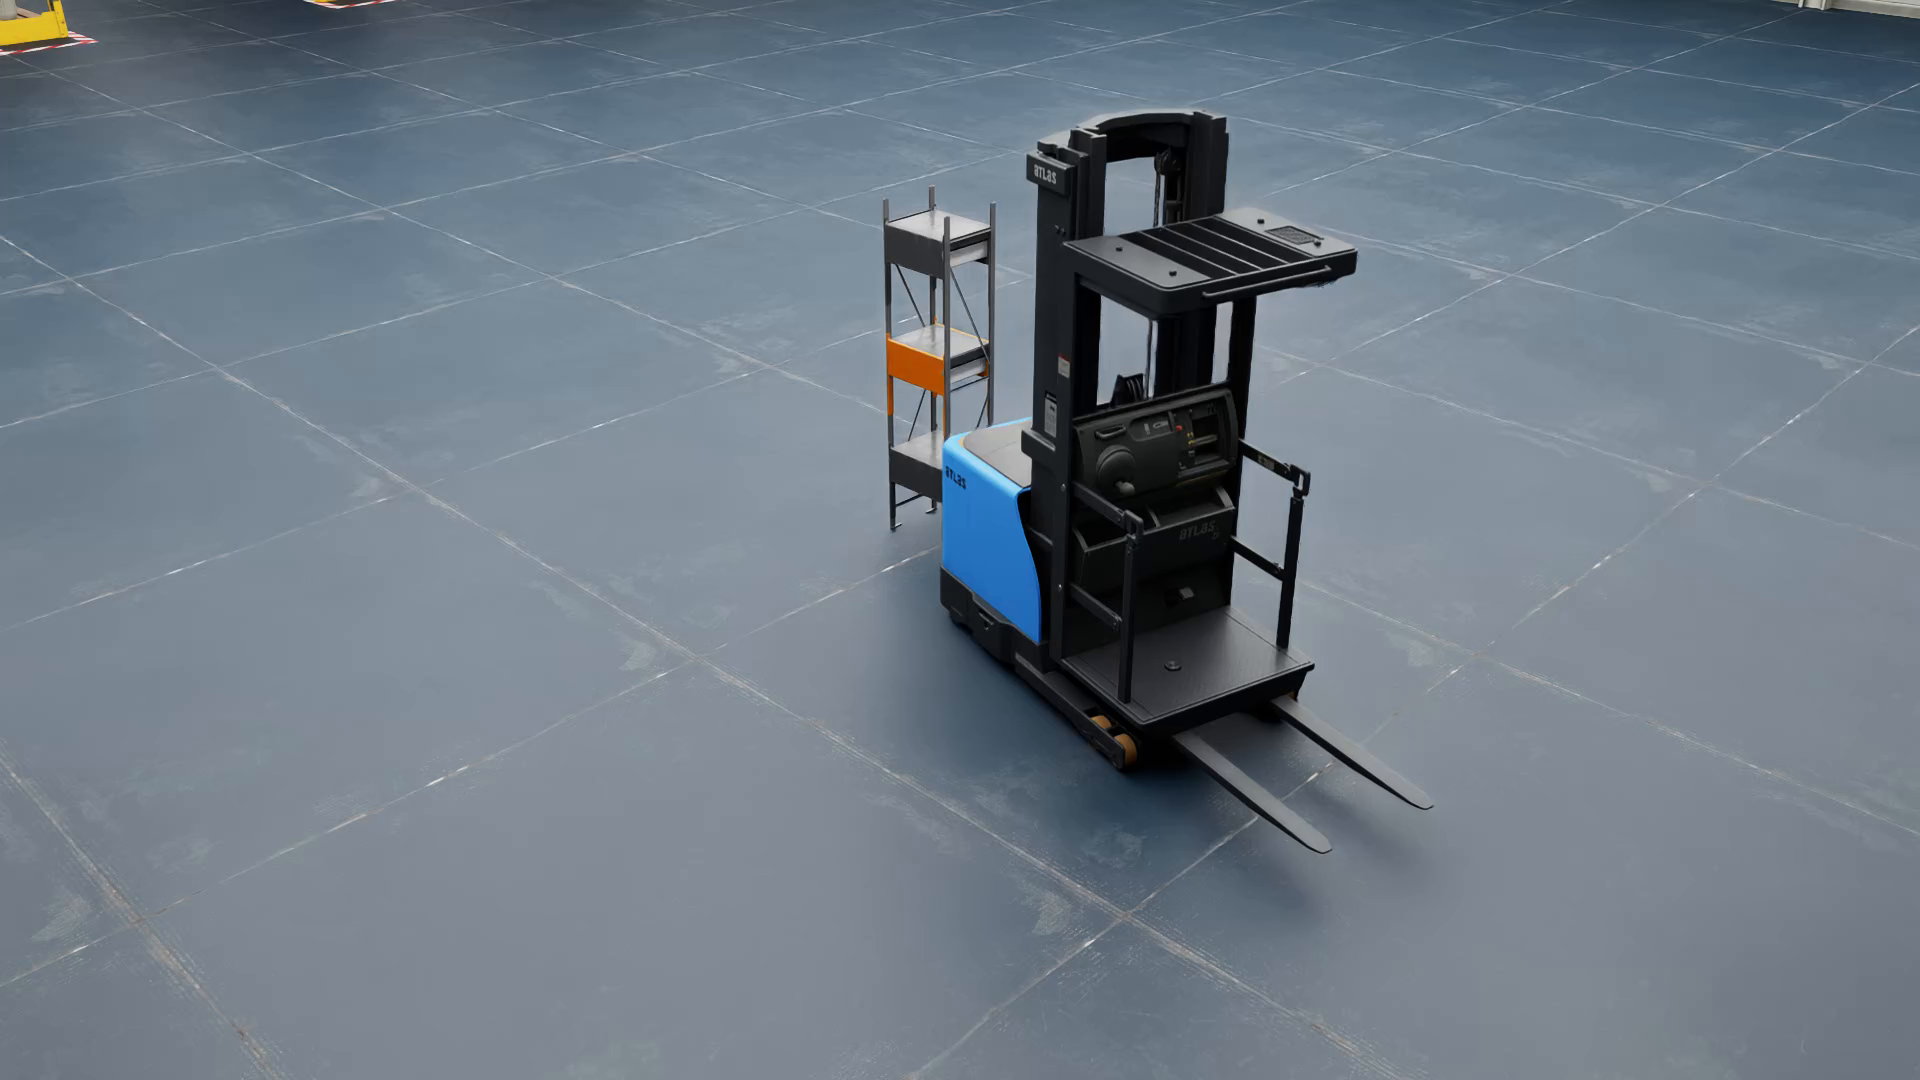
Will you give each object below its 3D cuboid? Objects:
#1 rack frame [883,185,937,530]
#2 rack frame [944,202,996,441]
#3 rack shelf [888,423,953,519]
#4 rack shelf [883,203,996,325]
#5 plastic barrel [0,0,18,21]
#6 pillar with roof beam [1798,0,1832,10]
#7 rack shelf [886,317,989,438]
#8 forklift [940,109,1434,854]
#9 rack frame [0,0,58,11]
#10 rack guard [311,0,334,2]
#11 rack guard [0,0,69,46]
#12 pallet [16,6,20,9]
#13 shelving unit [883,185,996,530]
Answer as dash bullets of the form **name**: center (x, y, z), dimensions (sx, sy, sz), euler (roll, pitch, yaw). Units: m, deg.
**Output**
- **rack frame**: center (-0.292, -1.063, 10.015), dimensions (0.015, 2.100, 0.400), euler (25, 36, 38)
- **rack frame**: center (0.056, -0.904, 9.713), dimensions (0.015, 2.100, 0.400), euler (25, 36, 38)
- **rack shelf**: center (-0.118, -0.352, 10.196), dimensions (0.480, 0.518, 0.431), euler (25, 36, 38)
- **rack shelf**: center (-0.118, -1.591, 9.545), dimensions (0.480, 0.518, 0.431), euler (25, 36, 38)
- **plastic barrel**: center (-13.902, -7.778, 24.040), dimensions (0.421, 0.512, 0.421), euler (0, 28, 0)
- **pillar with roof beam**: center (10.471, -10.964, 21.432), dimensions (0.400, 9.000, 9.100), euler (25, 36, 38)
- **rack shelf**: center (-0.118, -0.971, 9.870), dimensions (0.480, 0.518, 0.431), euler (25, 36, 38)
- **forklift**: center (1.075, -0.428, 7.914), dimensions (1.130, 2.935, 3.031), euler (-16, 32, -27)
- **rack frame**: center (-13.379, -8.503, 23.199), dimensions (0.127, 3.000, 1.000), euler (25, 36, 38)
- **rack guard**: center (-9.961, -9.066, 26.954), dimensions (0.348, 0.500, 1.175), euler (25, 36, 38)
- **rack guard**: center (-13.467, -7.406, 23.798), dimensions (0.348, 0.500, 1.175), euler (25, 36, 38)
- **pallet**: center (-14.908, -7.943, 25.130), dimensions (1.213, 0.211, 1.003), euler (25, 36, 38)
- **shelving unit**: center (-0.118, -0.983, 9.864), dimensions (0.503, 2.100, 0.431), euler (25, 36, 38)
